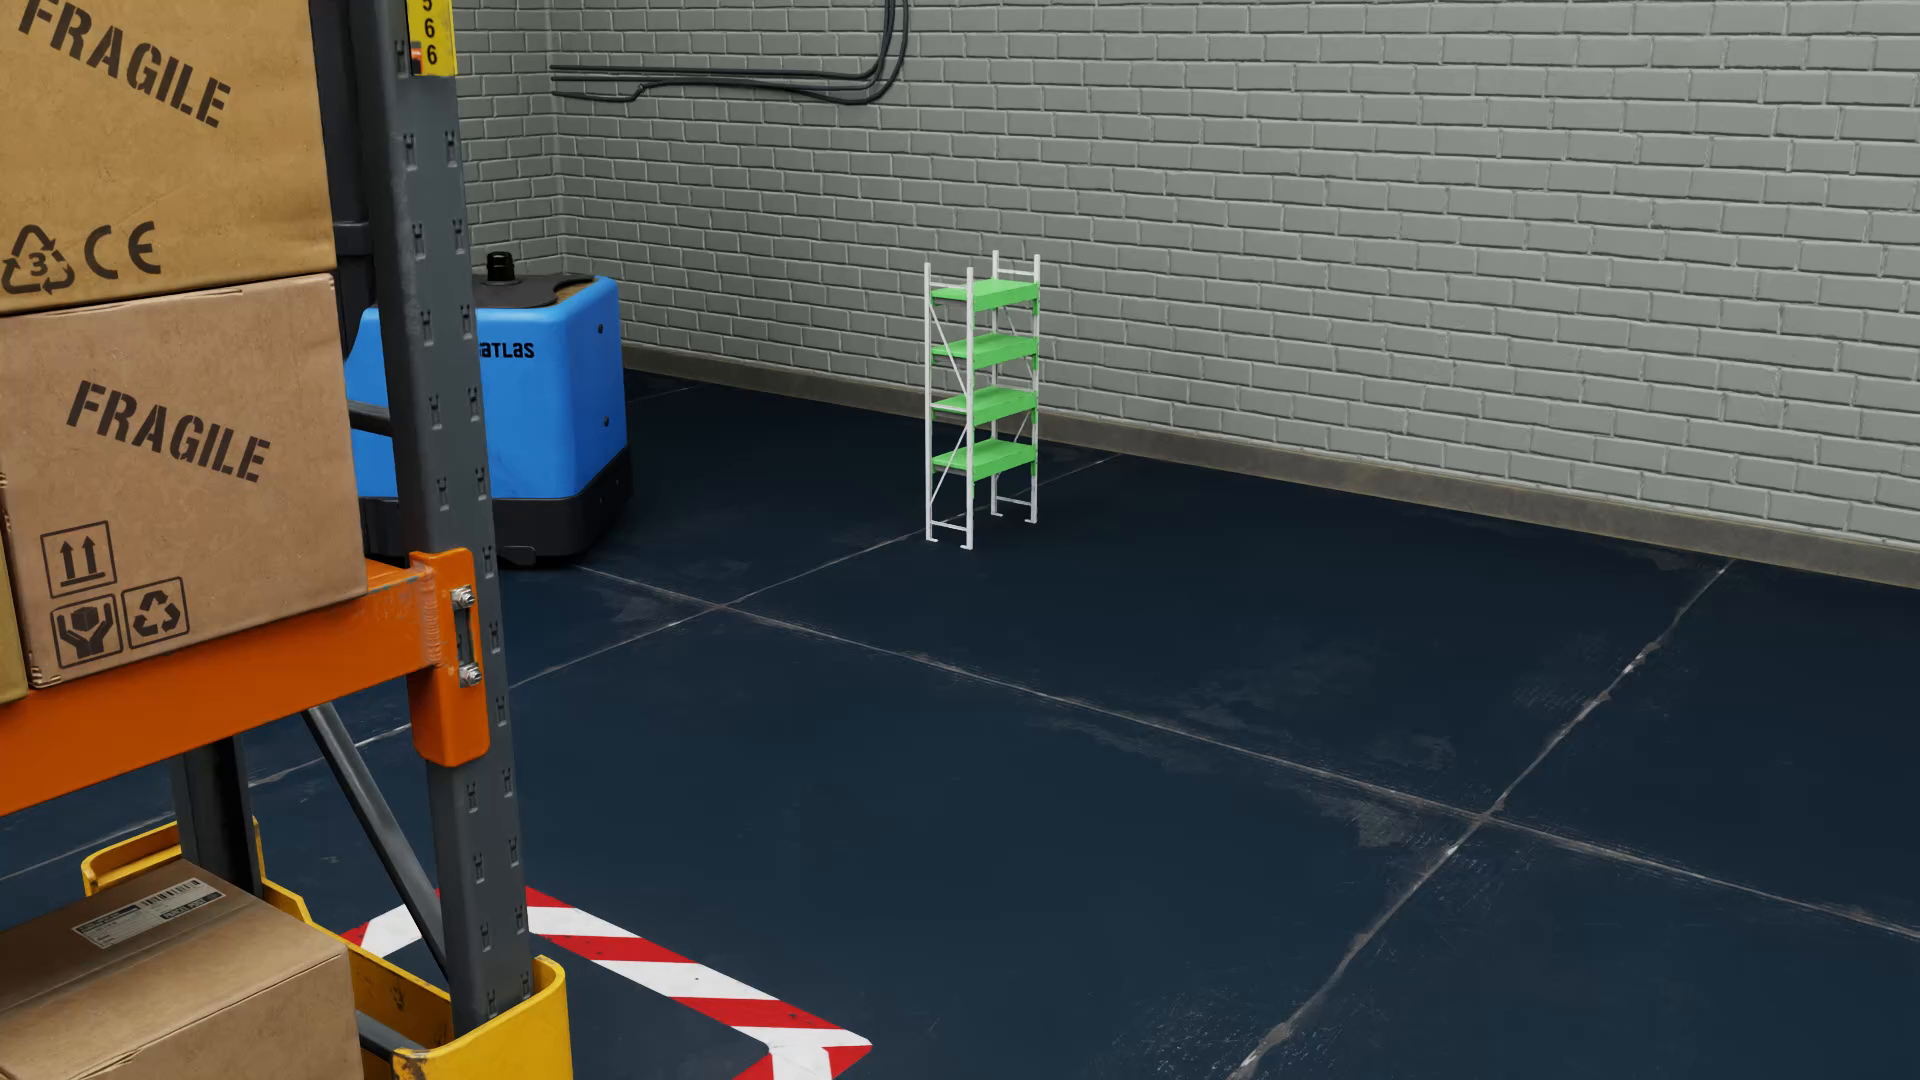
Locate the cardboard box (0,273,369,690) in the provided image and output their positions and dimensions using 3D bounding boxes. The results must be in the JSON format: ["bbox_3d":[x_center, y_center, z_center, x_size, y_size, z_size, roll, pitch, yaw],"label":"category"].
[{"bbox_3d":[-1.264,-0.140,2.468,0.500,0.500,0.500,13,22,36],"label":"cardboard box"}]

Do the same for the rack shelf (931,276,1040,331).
[{"bbox_3d":[0.099,-1.010,7.069,0.258,0.148,0.480,12,21,35],"label":"rack shelf"}]

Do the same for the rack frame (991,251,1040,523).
[{"bbox_3d":[0.244,-0.671,7.380,0.240,1.200,0.015,12,21,35],"label":"rack frame"}]

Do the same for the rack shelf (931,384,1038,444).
[{"bbox_3d":[0.099,-0.551,7.212,0.258,0.148,0.480,12,21,35],"label":"rack shelf"}]

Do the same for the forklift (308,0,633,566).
[{"bbox_3d":[-3.043,-1.438,6.932,3.031,2.935,1.130,1,17,2],"label":"forklift"}]

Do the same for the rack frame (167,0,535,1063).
[{"bbox_3d":[-1.216,-0.247,2.981,1.000,3.000,0.127,12,21,35],"label":"rack frame"}]

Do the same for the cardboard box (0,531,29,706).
[{"bbox_3d":[-1.571,-0.016,2.068,0.500,0.500,0.500,13,21,35],"label":"cardboard box"}]

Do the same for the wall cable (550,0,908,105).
[{"bbox_3d":[-1.540,-3.788,9.503,3.097,2.526,0.112,12,21,35],"label":"wall cable"}]

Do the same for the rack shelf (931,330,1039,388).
[{"bbox_3d":[0.099,-0.781,7.141,0.258,0.148,0.480,12,21,35],"label":"rack shelf"}]

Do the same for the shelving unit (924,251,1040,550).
[{"bbox_3d":[0.099,-0.612,7.193,0.258,1.200,0.503,12,21,35],"label":"shelving unit"}]

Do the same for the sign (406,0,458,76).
[{"bbox_3d":[-0.782,-0.848,2.431,0.100,0.325,0.005,12,21,35],"label":"sign"}]

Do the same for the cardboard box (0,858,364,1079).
[{"bbox_3d":[-1.342,0.910,2.730,0.500,0.500,0.500,12,21,35],"label":"cardboard box"}]

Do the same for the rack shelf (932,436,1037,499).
[{"bbox_3d":[0.099,-0.322,7.283,0.258,0.148,0.480,12,21,35],"label":"rack shelf"}]

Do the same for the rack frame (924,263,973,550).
[{"bbox_3d":[-0.047,-0.554,7.006,0.240,1.200,0.015,12,21,35],"label":"rack frame"}]

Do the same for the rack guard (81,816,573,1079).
[{"bbox_3d":[-1.261,0.965,3.294,1.175,0.500,0.348,12,21,35],"label":"rack guard"}]

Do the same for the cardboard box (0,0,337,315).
[{"bbox_3d":[-1.261,-0.618,2.320,0.500,0.500,0.500,12,21,34],"label":"cardboard box"}]

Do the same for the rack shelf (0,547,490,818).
[{"bbox_3d":[-2.408,0.573,1.554,1.077,0.370,4.000,12,21,35],"label":"rack shelf"}]
